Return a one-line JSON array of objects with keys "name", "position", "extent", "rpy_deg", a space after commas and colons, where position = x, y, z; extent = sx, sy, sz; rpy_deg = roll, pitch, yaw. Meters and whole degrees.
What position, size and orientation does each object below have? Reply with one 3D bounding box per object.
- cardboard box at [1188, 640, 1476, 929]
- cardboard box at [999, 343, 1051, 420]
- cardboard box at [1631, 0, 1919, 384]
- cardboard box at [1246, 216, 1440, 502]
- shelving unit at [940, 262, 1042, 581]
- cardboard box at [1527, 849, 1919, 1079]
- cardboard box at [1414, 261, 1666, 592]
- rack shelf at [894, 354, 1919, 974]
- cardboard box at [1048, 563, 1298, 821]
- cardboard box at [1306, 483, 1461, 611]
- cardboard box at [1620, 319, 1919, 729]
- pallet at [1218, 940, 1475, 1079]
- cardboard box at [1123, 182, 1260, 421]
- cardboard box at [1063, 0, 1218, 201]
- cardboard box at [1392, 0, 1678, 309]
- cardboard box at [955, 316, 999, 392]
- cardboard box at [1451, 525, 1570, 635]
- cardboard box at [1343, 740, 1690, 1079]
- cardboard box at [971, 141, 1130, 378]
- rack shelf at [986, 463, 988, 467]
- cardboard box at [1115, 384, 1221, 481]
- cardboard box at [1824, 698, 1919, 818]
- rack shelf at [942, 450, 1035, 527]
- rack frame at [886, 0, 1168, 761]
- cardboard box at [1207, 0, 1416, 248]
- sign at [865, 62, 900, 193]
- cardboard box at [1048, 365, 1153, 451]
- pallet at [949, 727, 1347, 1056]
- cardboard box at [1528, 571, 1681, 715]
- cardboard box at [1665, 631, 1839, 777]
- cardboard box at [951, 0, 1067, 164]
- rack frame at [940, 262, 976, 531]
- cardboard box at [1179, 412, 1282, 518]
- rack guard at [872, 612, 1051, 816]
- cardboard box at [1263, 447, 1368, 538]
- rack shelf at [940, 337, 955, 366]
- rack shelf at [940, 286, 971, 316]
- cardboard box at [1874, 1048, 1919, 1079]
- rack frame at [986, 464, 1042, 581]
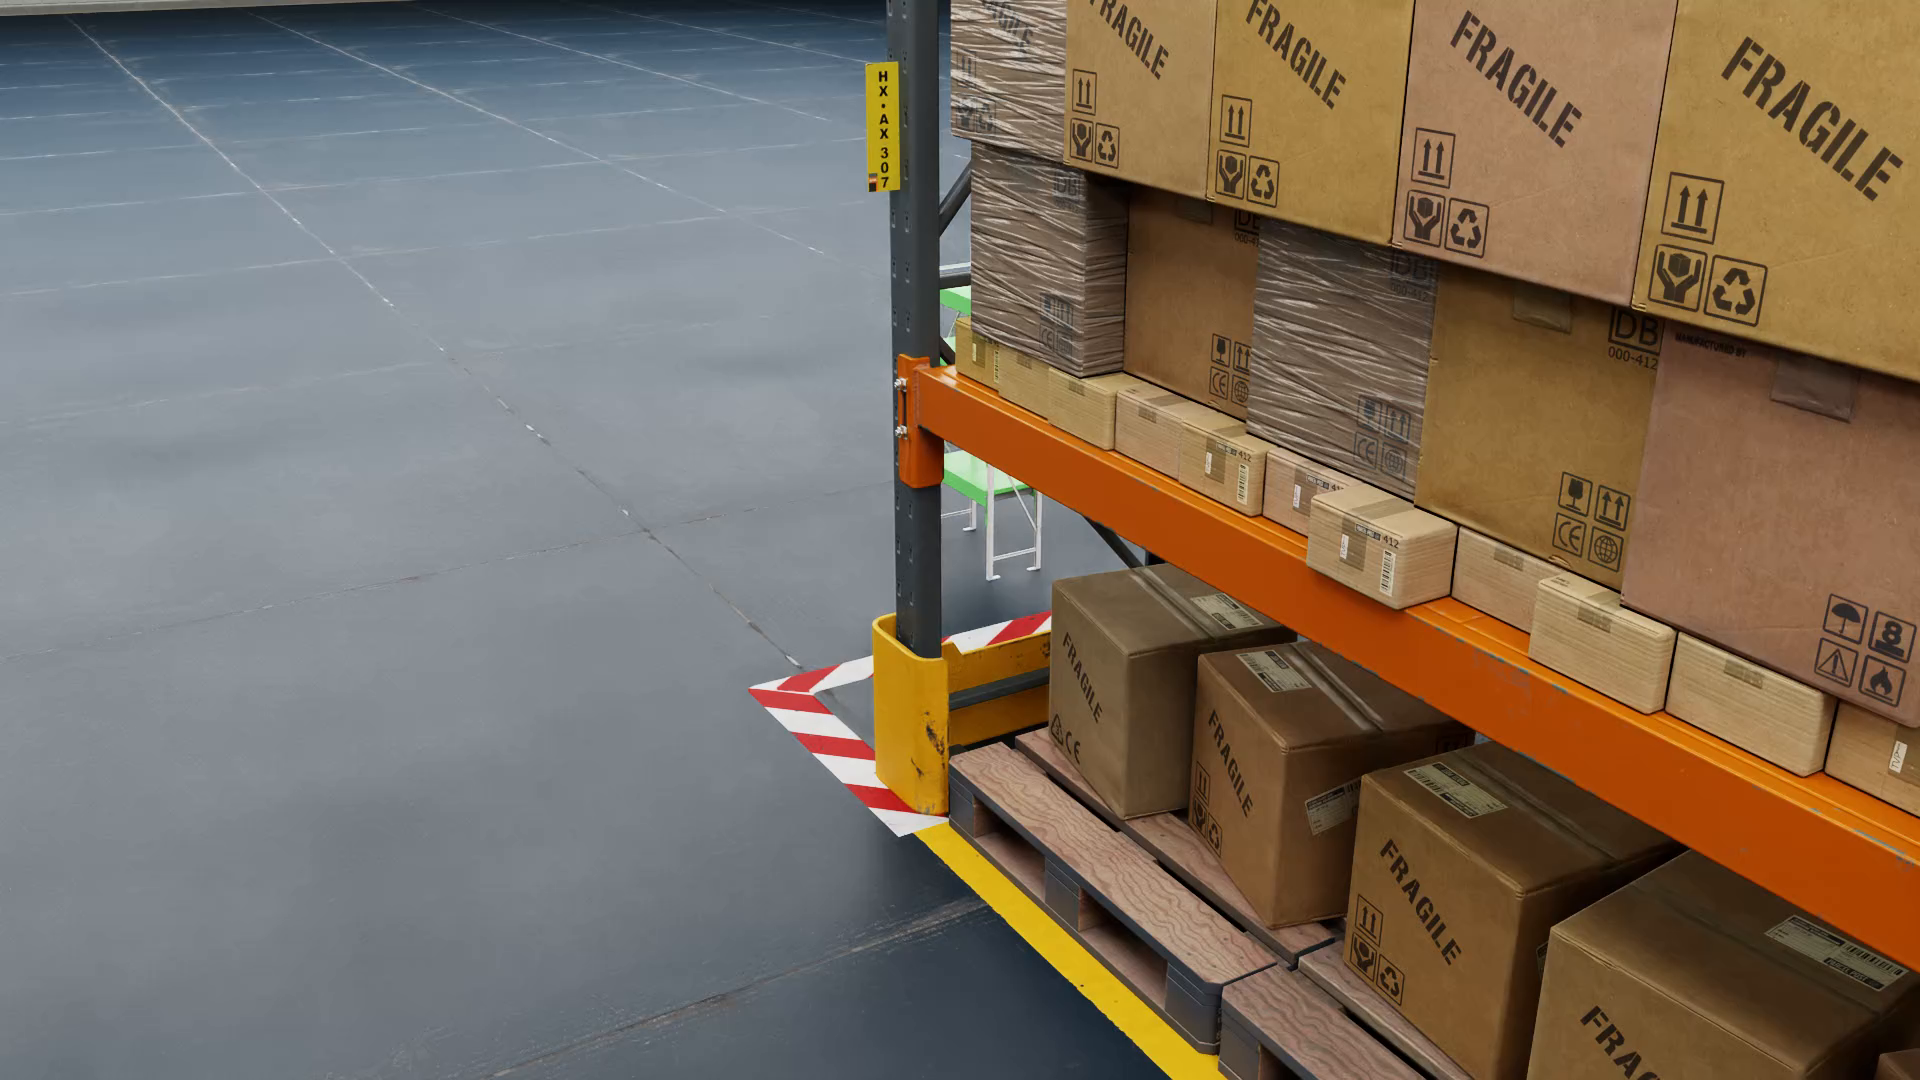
[{"name": "cardboard box", "position": [0.910, 0.585, 4.152], "extent": [0.500, 0.500, 0.500], "rpy_deg": [-6, 23, -14]}, {"name": "cardboard box", "position": [0.322, -0.432, 4.224], "extent": [0.380, 0.149, 0.250], "rpy_deg": [-13, 25, -28]}, {"name": "cardboard box", "position": [1.336, -0.540, 2.301], "extent": [0.500, 0.500, 0.500], "rpy_deg": [-13, 25, -28]}, {"name": "cardboard box", "position": [1.105, -0.463, 3.439], "extent": [0.875, 0.500, 0.500], "rpy_deg": [-13, 25, -28]}, {"name": "shelving unit", "position": [0.085, -0.502, 6.454], "extent": [0.258, 1.200, 0.503], "rpy_deg": [-13, 25, -28]}, {"name": "cardboard box", "position": [1.460, 0.980, 3.178], "extent": [0.500, 0.500, 0.500], "rpy_deg": [-15, 27, -33]}, {"name": "cardboard box", "position": [1.350, -0.299, 3.035], "extent": [0.875, 0.500, 0.500], "rpy_deg": [-13, 25, -28]}, {"name": "rack shelf", "position": [1.292, 0.210, 3.268], "extent": [1.077, 0.370, 4.000], "rpy_deg": [-13, 25, -28]}, {"name": "cardboard box", "position": [0.575, 0.398, 4.612], "extent": [0.500, 0.500, 0.500], "rpy_deg": [-8, 23, -18]}, {"name": "cardboard box", "position": [0.894, -0.012, 3.192], "extent": [0.380, 0.149, 0.250], "rpy_deg": [-13, 25, -28]}, {"name": "cardboard box", "position": [1.570, -0.129, 2.618], "extent": [0.875, 0.500, 0.500], "rpy_deg": [-13, 25, -28]}, {"name": "pallet", "position": [1.313, 1.209, 3.555], "extent": [1.003, 0.211, 1.213], "rpy_deg": [-13, 25, -28]}, {"name": "cardboard box", "position": [0.886, -0.633, 3.858], "extent": [0.875, 0.500, 0.500], "rpy_deg": [-13, 25, -28]}, {"name": "cardboard box", "position": [0.566, -1.025, 3.494], "extent": [0.500, 0.500, 0.500], "rpy_deg": [-13, 25, -28]}, {"name": "cardboard box", "position": [1.084, -0.703, 2.701], "extent": [0.500, 0.500, 0.500], "rpy_deg": [-13, 25, -28]}, {"name": "cardboard box", "position": [0.211, -0.517, 4.433], "extent": [0.380, 0.149, 0.250], "rpy_deg": [-13, 25, -28]}, {"name": "cardboard box", "position": [1.136, 0.043, 3.056], "extent": [0.380, 0.149, 0.250], "rpy_deg": [-13, 25, -28]}, {"name": "cardboard box", "position": [1.213, 0.791, 3.644], "extent": [0.500, 0.500, 0.500], "rpy_deg": [-10, 24, -23]}, {"name": "cardboard box", "position": [0.528, -0.772, 4.199], "extent": [0.875, 0.500, 0.500], "rpy_deg": [-13, 25, -28]}, {"name": "rack shelf", "position": [0.085, -0.443, 6.478], "extent": [0.258, 0.148, 0.480], "rpy_deg": [-13, 25, -28]}, {"name": "cardboard box", "position": [0.583, -0.271, 3.829], "extent": [0.380, 0.149, 0.250], "rpy_deg": [-13, 25, -28]}, {"name": "cardboard box", "position": [1.518, 0.286, 2.458], "extent": [0.380, 0.149, 0.250], "rpy_deg": [-13, 25, -28]}, {"name": "rack shelf", "position": [0.085, -0.221, 6.568], "extent": [0.258, 0.148, 0.480], "rpy_deg": [-13, 25, -28]}, {"name": "rack frame", "position": [0.270, -0.771, 4.725], "extent": [1.000, 3.000, 0.127], "rpy_deg": [-13, 25, -28]}, {"name": "cardboard box", "position": [0.823, -0.863, 3.096], "extent": [0.500, 0.500, 0.500], "rpy_deg": [-13, 25, -28]}, {"name": "sign", "position": [-0.196, -1.068, 4.305], "extent": [0.100, 0.325, 0.005], "rpy_deg": [-13, 25, -28]}, {"name": "cardboard box", "position": [0.437, -0.348, 4.018], "extent": [0.380, 0.149, 0.250], "rpy_deg": [-13, 25, -28]}, {"name": "pallet", "position": [0.694, 0.815, 4.526], "extent": [1.003, 0.211, 1.213], "rpy_deg": [-13, 25, -28]}, {"name": "cardboard box", "position": [1.198, 0.139, 2.820], "extent": [0.380, 0.149, 0.250], "rpy_deg": [-13, 25, -28]}, {"name": "cardboard box", "position": [1.355, 0.213, 2.638], "extent": [0.380, 0.149, 0.250], "rpy_deg": [-13, 25, -28]}, {"name": "cardboard box", "position": [0.317, -1.188, 3.895], "extent": [0.500, 0.500, 0.500], "rpy_deg": [-13, 25, -28]}, {"name": "rack frame", "position": [-0.040, -0.581, 6.648], "extent": [0.240, 1.200, 0.015], "rpy_deg": [-13, 25, -28]}, {"name": "cardboard box", "position": [0.704, -0.189, 3.627], "extent": [0.380, 0.149, 0.250], "rpy_deg": [-13, 25, -28]}, {"name": "rack guard", "position": [0.309, 0.411, 5.135], "extent": [1.175, 0.500, 0.348], "rpy_deg": [-13, 25, -28]}, {"name": "cardboard box", "position": [0.855, -0.113, 3.440], "extent": [0.380, 0.149, 0.250], "rpy_deg": [-13, 25, -28]}, {"name": "rack shelf", "position": [0.085, -0.665, 6.387], "extent": [0.258, 0.148, 0.480], "rpy_deg": [-13, 25, -28]}, {"name": "rack shelf", "position": [0.085, -0.888, 6.297], "extent": [0.258, 0.148, 0.480], "rpy_deg": [-13, 25, -28]}, {"name": "cardboard box", "position": [1.845, 1.166, 2.721], "extent": [0.500, 0.500, 0.500], "rpy_deg": [-5, 23, -11]}, {"name": "rack frame", "position": [0.209, -0.423, 6.259], "extent": [0.240, 1.200, 0.015], "rpy_deg": [-13, 25, -28]}]
